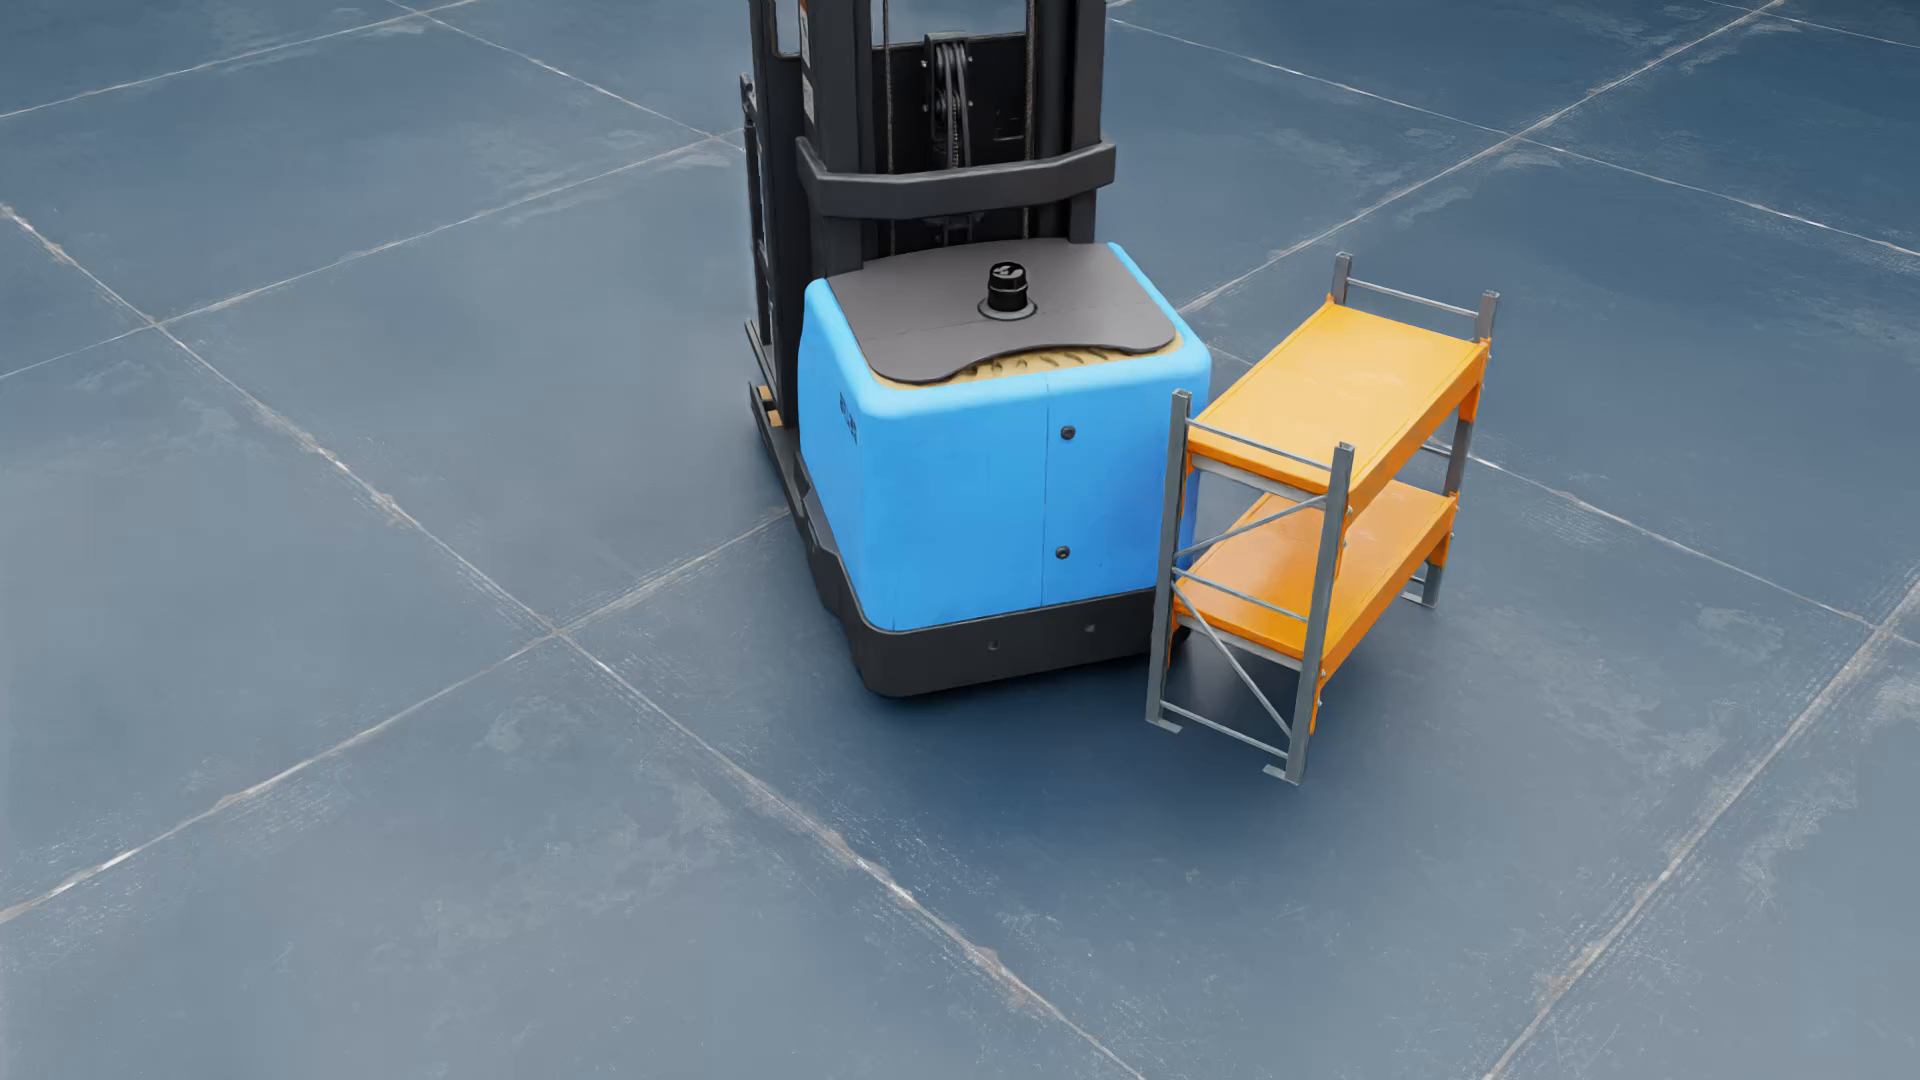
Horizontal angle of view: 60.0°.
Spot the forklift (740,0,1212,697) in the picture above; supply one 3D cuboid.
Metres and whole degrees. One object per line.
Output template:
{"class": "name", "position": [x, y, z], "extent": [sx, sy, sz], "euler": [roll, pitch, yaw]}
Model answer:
{"class": "forklift", "position": [-0.171, -1.575, 5.446], "extent": [1.130, 2.935, 3.031], "euler": [-9, 36, -13]}

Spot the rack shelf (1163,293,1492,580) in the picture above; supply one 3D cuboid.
{"class": "rack shelf", "position": [1.057, -0.326, 4.722], "extent": [0.538, 0.278, 1.000], "euler": [22, 40, 28]}

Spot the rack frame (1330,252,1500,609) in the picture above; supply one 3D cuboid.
{"class": "rack frame", "position": [1.348, -0.324, 5.231], "extent": [0.500, 1.125, 0.032], "euler": [22, 40, 28]}

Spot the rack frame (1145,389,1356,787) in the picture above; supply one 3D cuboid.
{"class": "rack frame", "position": [0.767, 0.153, 4.547], "extent": [0.500, 1.125, 0.032], "euler": [22, 40, 28]}

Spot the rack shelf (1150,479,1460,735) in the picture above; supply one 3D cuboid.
{"class": "rack shelf", "position": [1.057, 0.115, 5.029], "extent": [0.538, 0.278, 1.000], "euler": [22, 40, 28]}

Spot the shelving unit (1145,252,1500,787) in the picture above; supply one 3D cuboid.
{"class": "shelving unit", "position": [1.057, -0.086, 4.889], "extent": [0.538, 1.125, 1.048], "euler": [22, 40, 28]}
